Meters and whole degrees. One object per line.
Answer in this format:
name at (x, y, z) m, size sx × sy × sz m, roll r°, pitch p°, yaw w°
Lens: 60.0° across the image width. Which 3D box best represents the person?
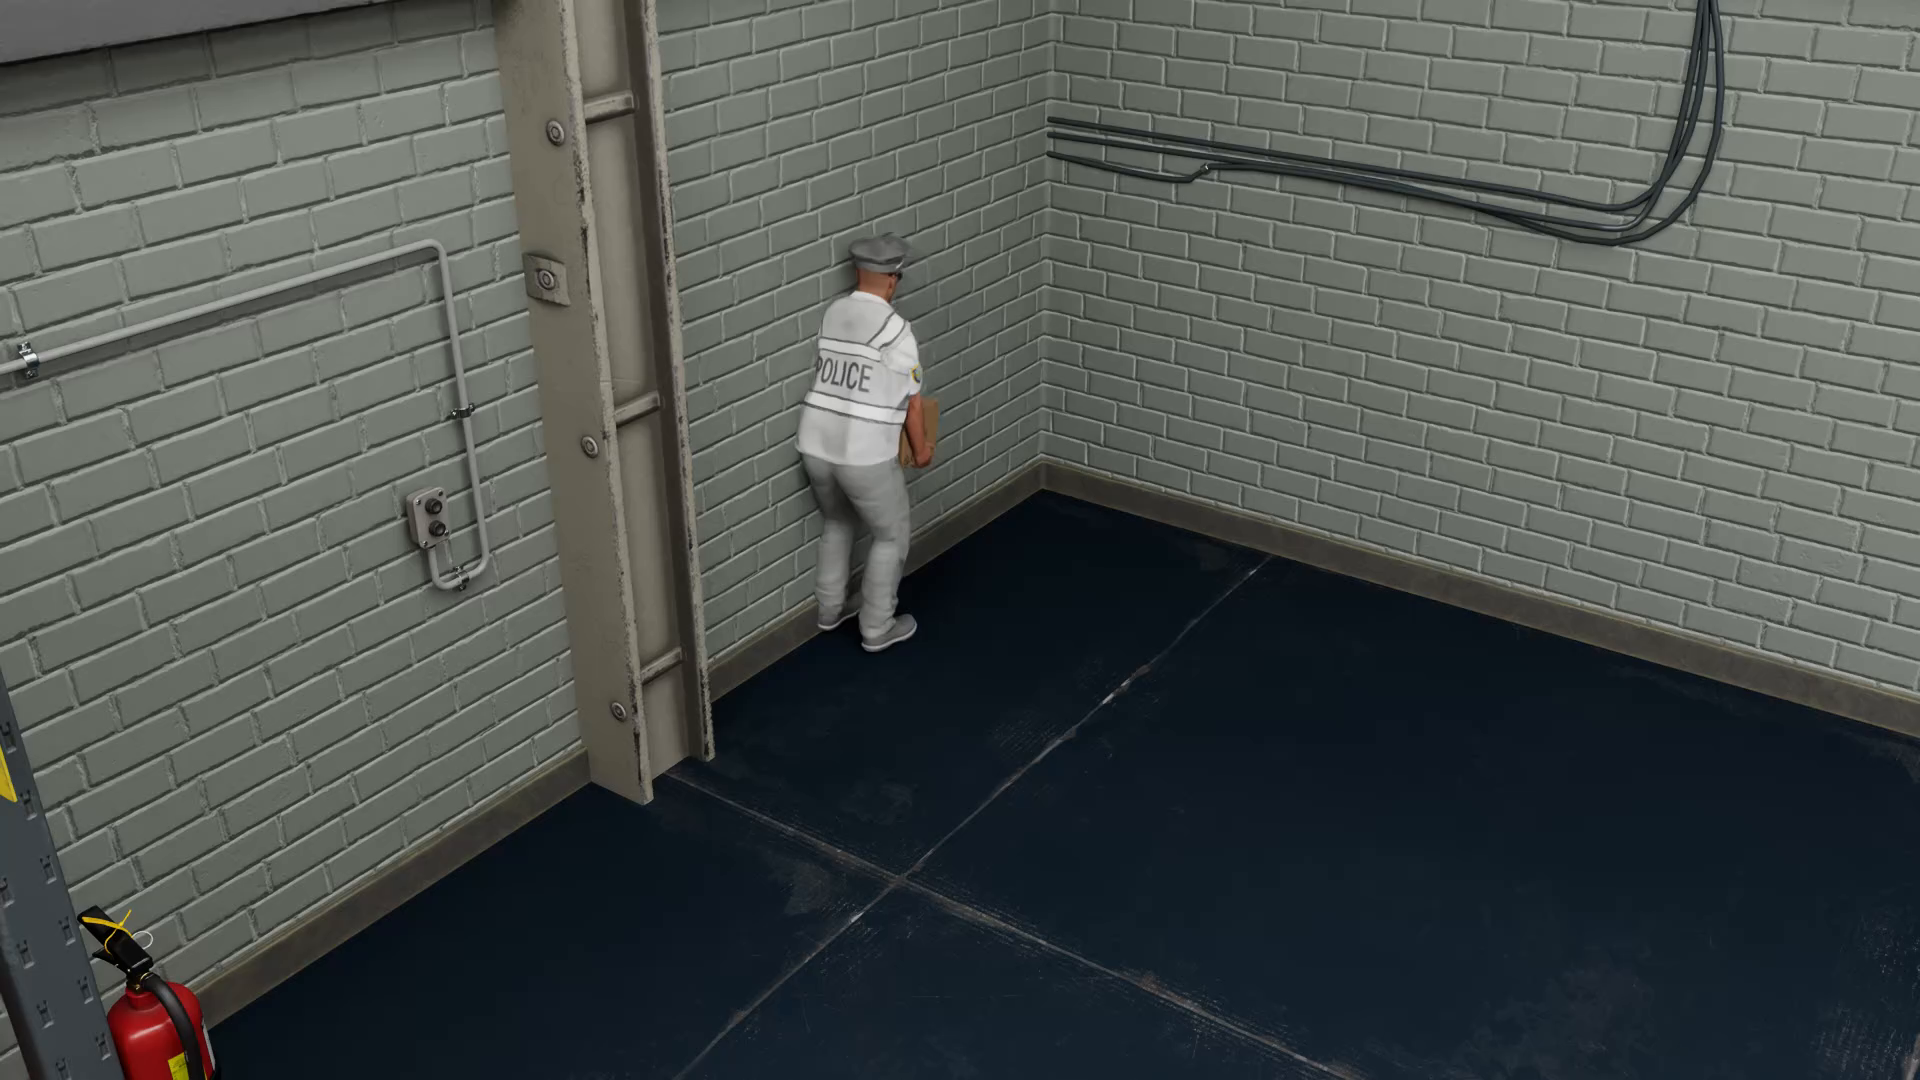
person at (-0.401, -0.388, 6.943) m, size 0.478 × 1.703 × 0.617 m, roll 17°, pitch 31°, yaw 30°
